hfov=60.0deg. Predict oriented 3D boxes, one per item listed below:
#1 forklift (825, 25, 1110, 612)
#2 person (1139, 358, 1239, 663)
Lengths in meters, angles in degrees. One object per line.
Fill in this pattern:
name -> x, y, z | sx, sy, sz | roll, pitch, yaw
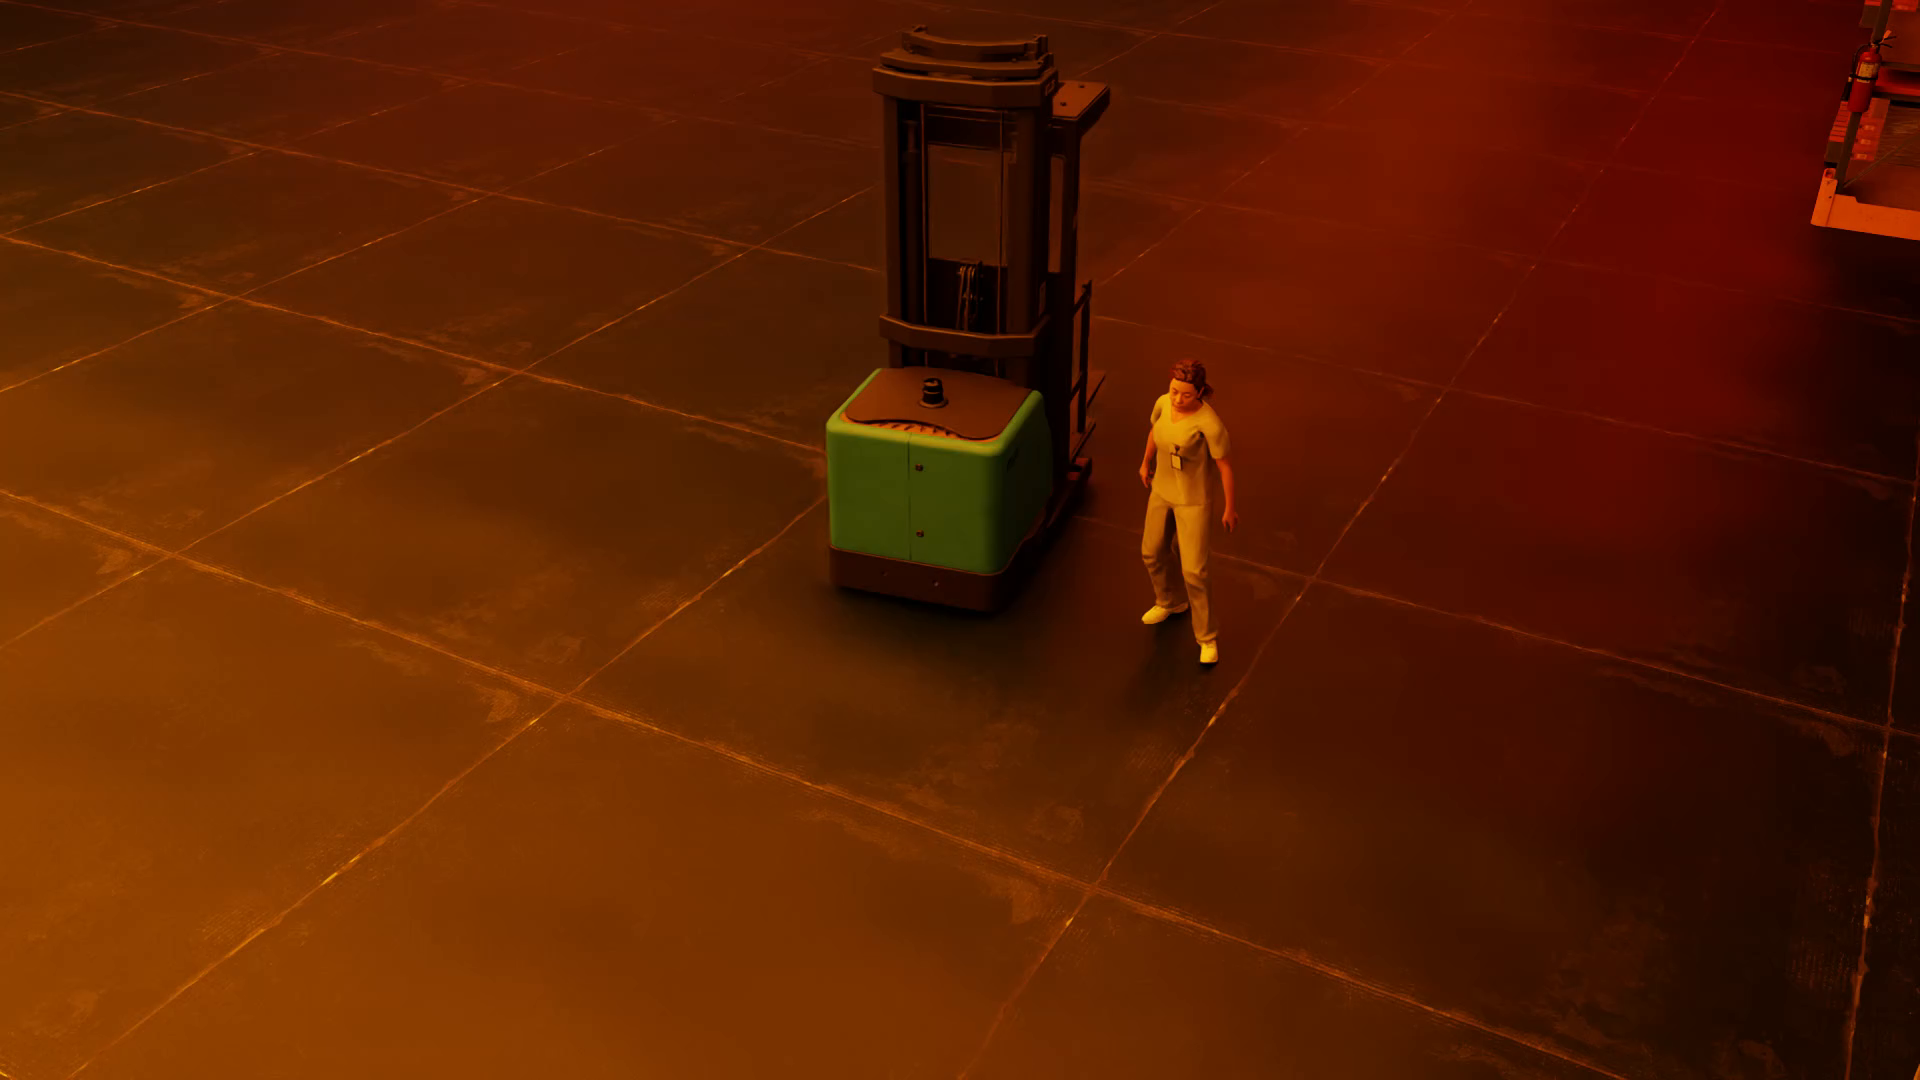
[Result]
forklift -> 0.208, -1.594, 9.833 | 1.130, 2.935, 3.031 | 10, 31, 16
person -> 1.203, -0.218, 8.759 | 0.390, 1.645, 0.779 | -23, 37, -35
